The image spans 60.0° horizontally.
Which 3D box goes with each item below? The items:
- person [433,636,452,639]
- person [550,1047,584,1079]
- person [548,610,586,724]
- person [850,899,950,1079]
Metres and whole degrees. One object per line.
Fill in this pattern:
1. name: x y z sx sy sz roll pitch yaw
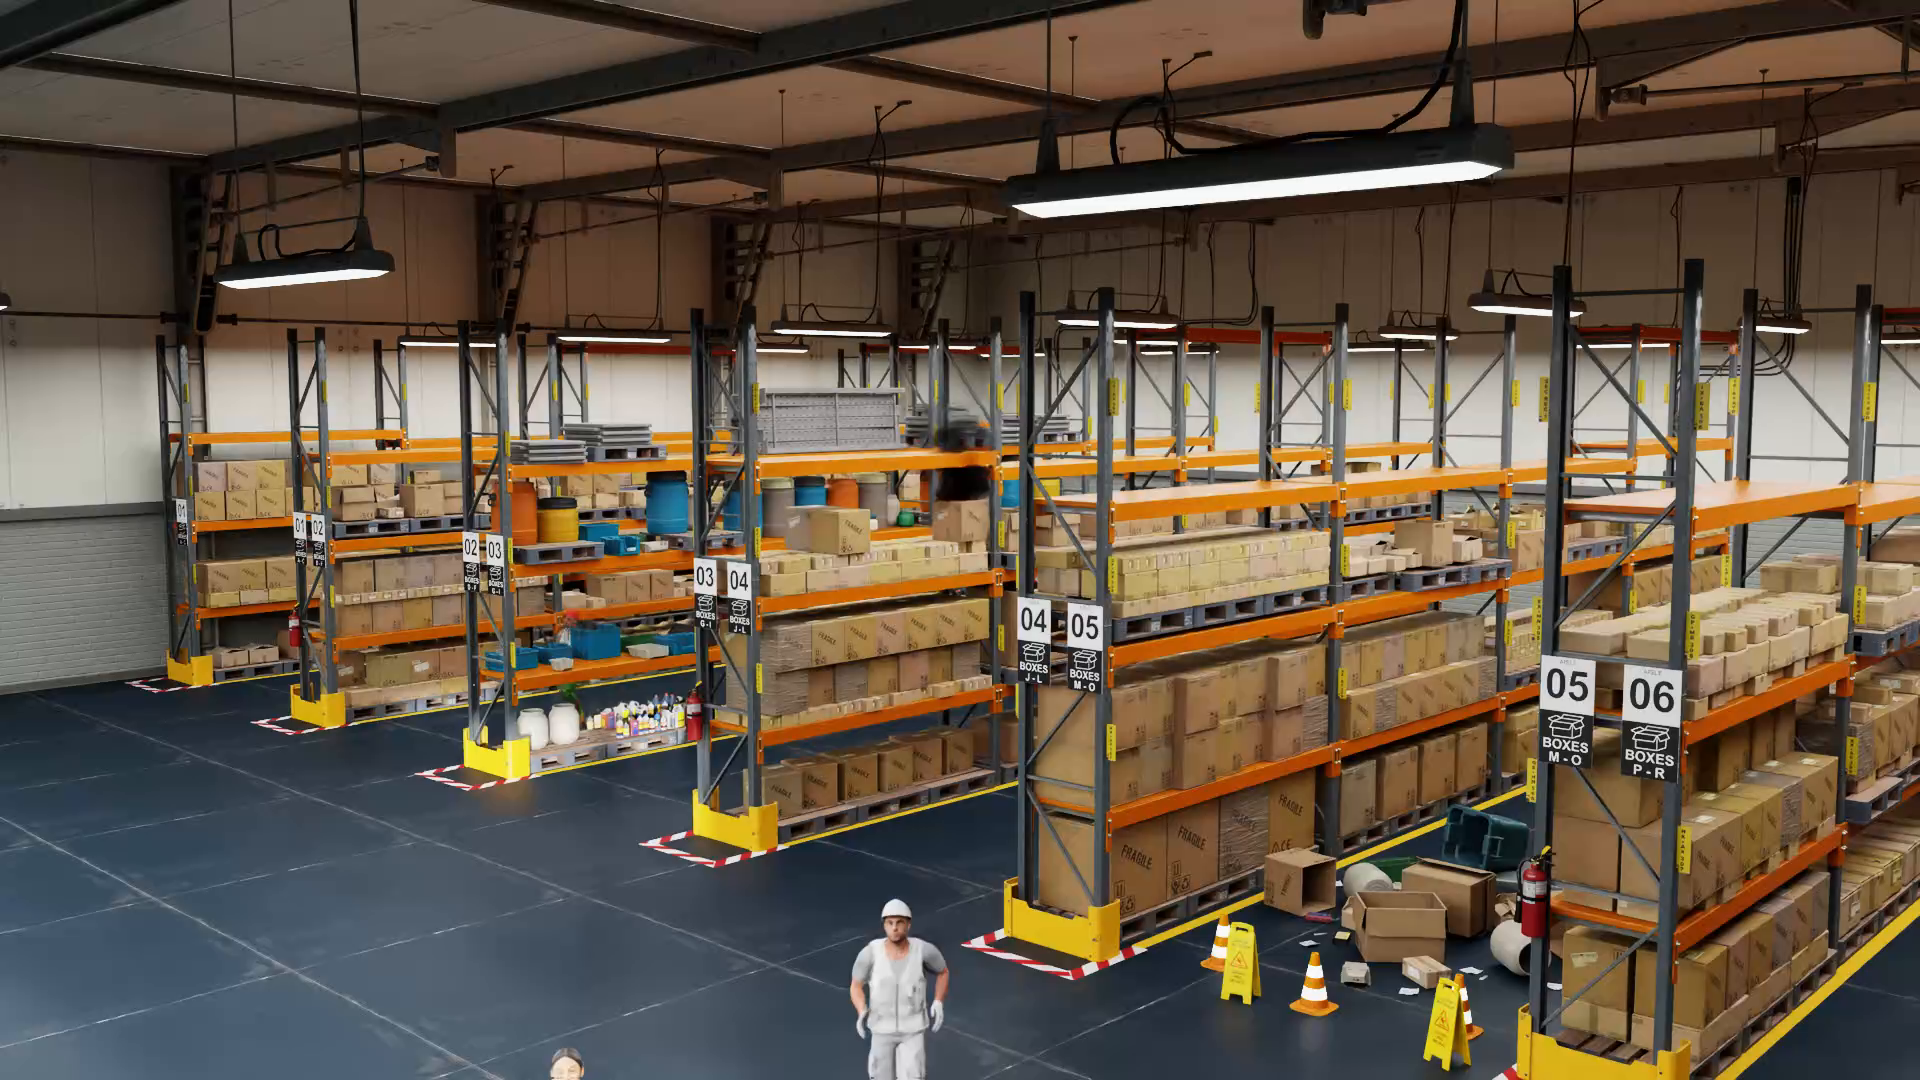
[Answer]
1. person: -8.880 1.602 28.568 0.663 1.713 0.954 5 7 41
2. person: -2.112 3.534 9.025 0.608 1.623 0.685 -1 6 -14
3. person: -5.840 1.947 24.863 0.634 1.786 0.645 3 6 30
4. person: -0.400 3.263 11.124 0.668 1.754 0.825 0 5 -1
